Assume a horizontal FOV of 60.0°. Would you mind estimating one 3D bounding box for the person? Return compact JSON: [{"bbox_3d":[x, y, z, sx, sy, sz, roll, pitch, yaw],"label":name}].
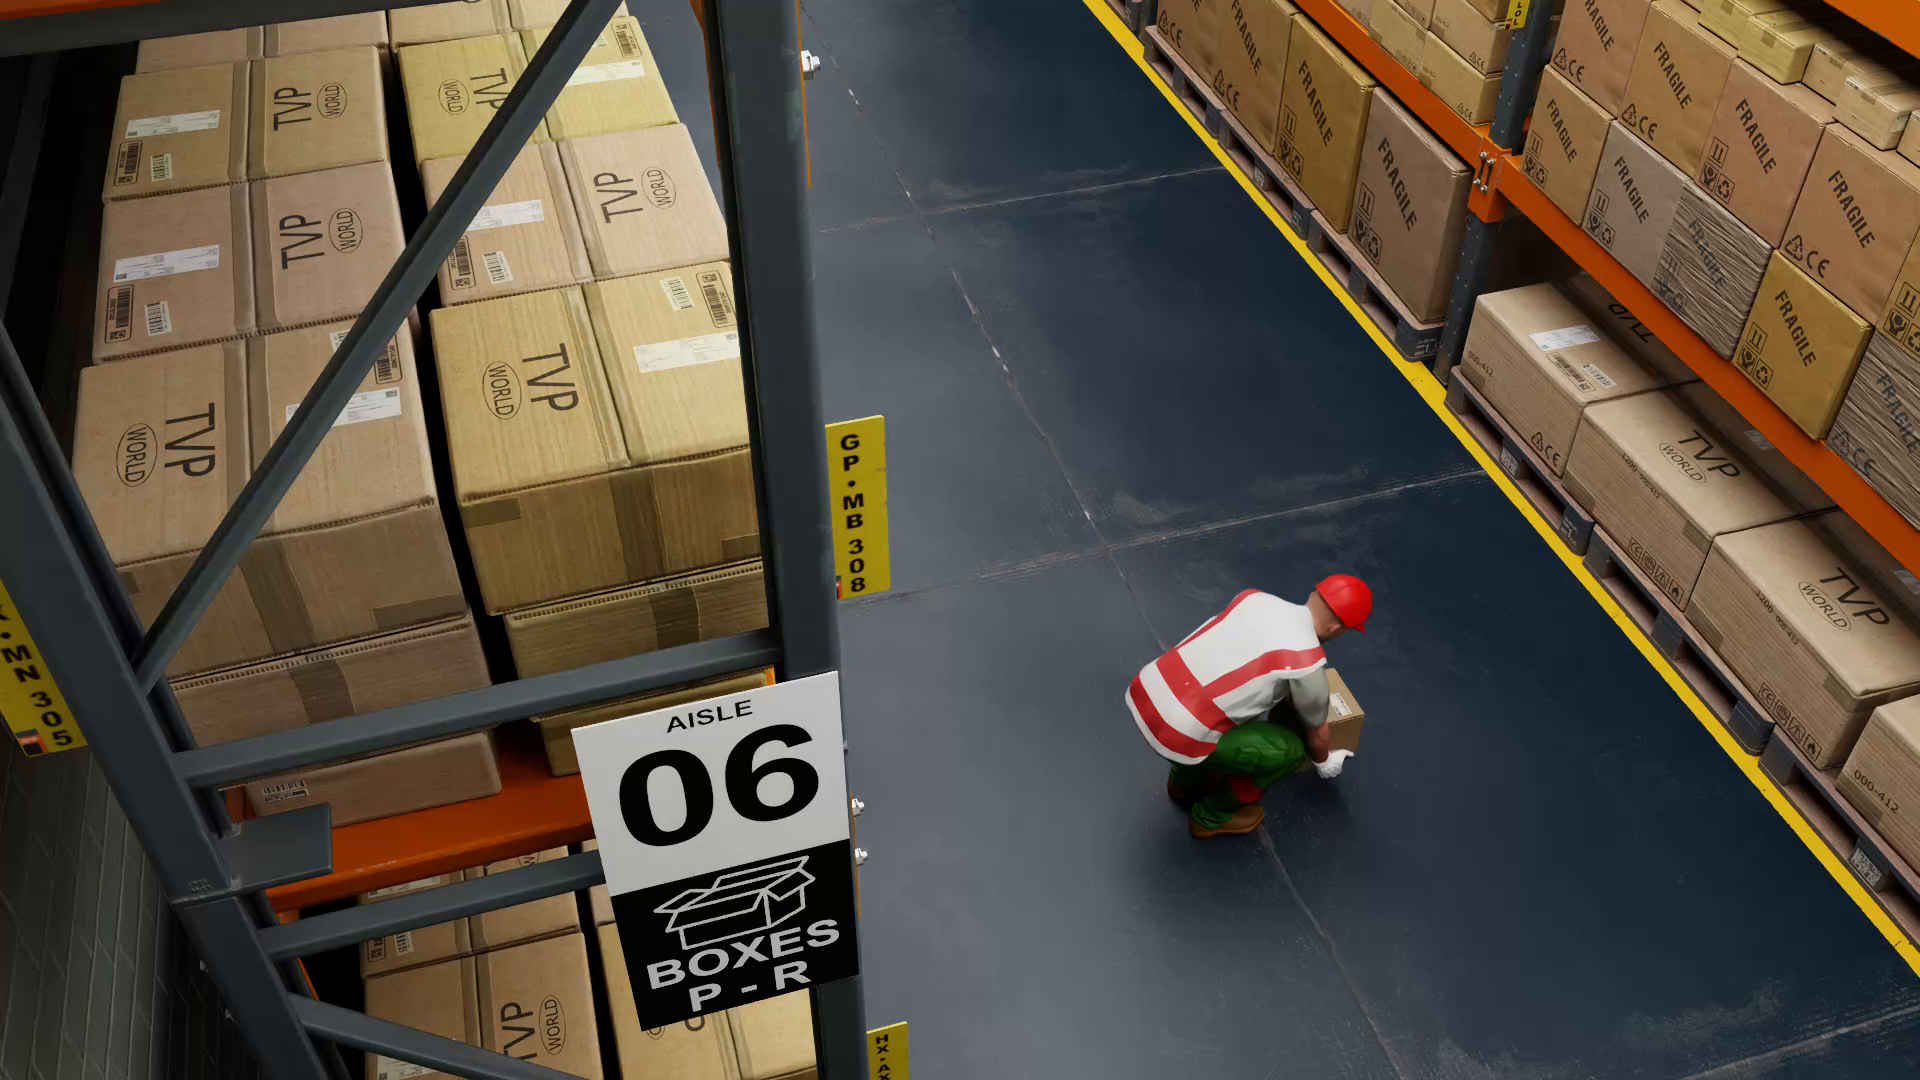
[{"bbox_3d":[1.042,0.611,6.055,0.907,0.999,0.531,-13,44,-14],"label":"person"}]
